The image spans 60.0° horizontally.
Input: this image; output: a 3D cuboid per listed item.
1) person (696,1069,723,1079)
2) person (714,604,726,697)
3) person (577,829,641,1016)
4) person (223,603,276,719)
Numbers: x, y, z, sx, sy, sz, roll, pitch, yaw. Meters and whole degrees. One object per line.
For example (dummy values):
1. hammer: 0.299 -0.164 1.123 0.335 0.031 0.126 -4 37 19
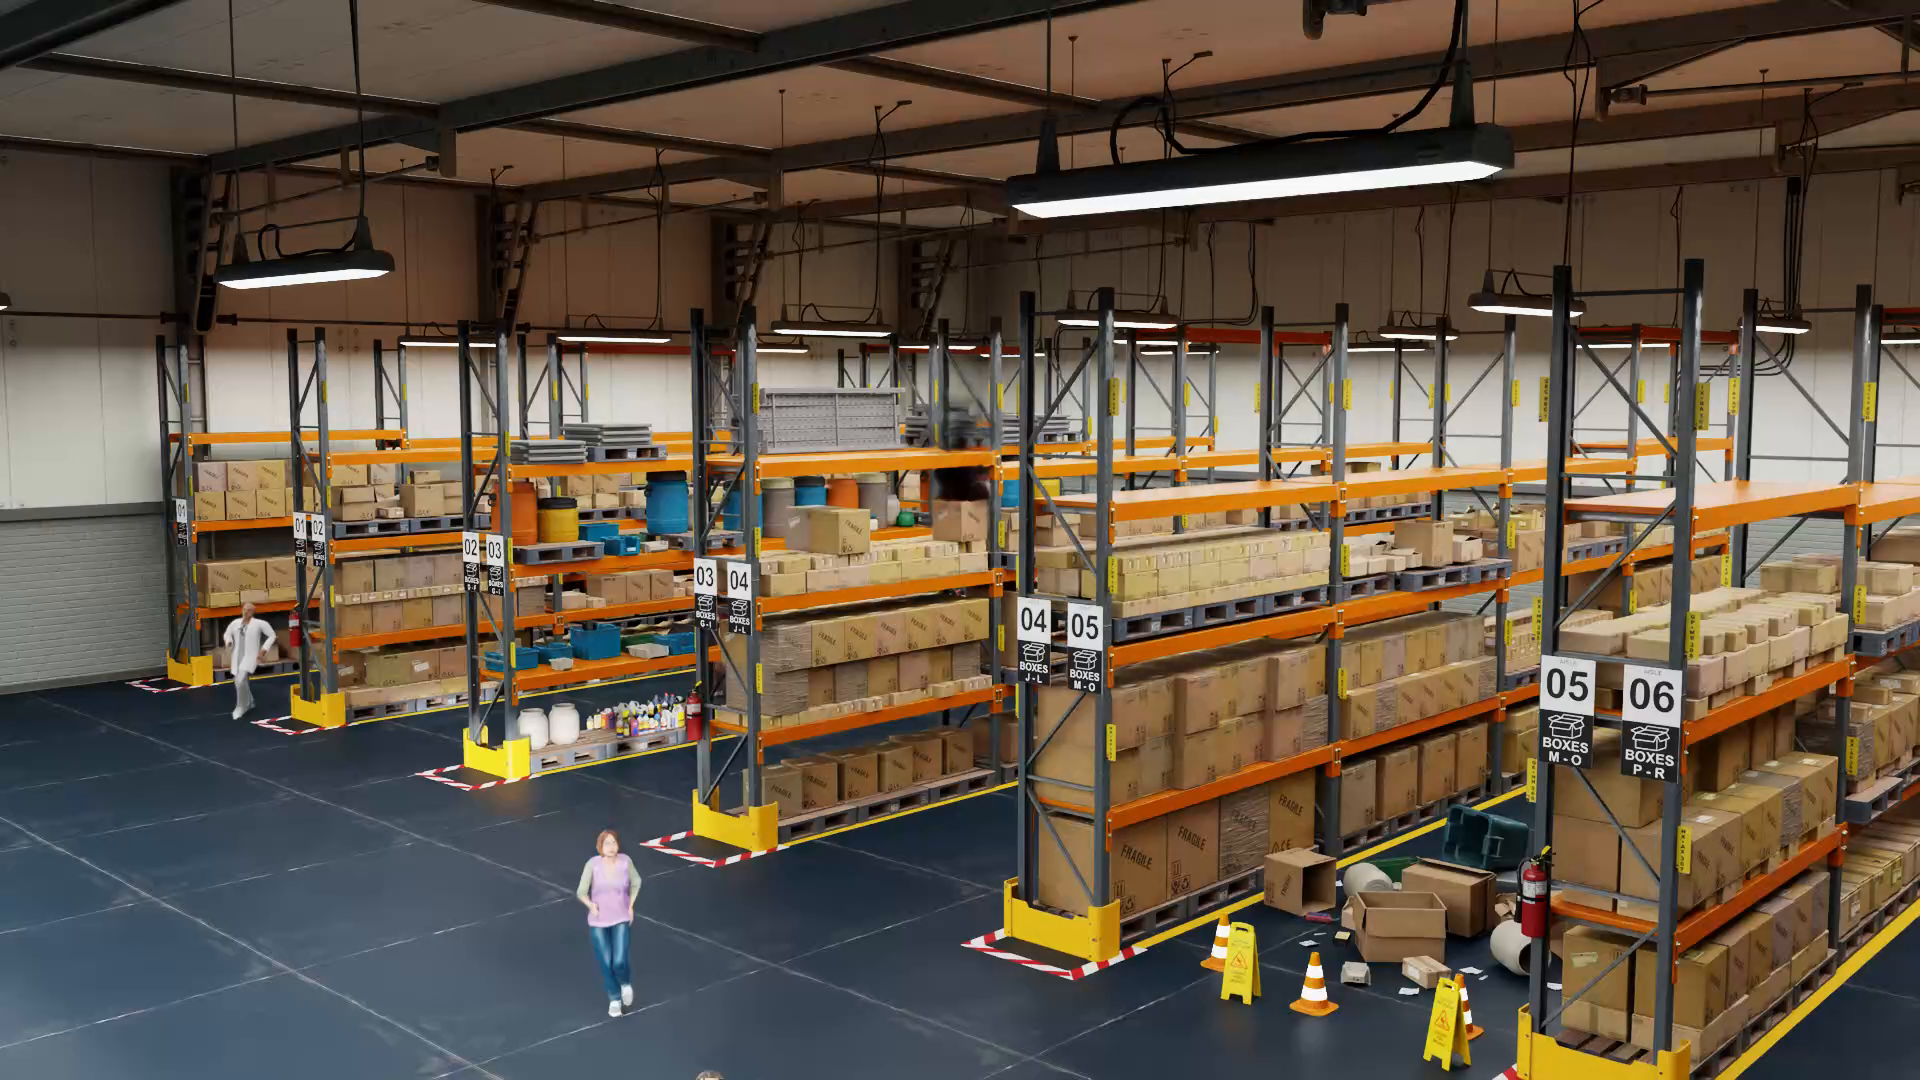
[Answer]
1. person: -1.317 3.549 8.727 0.628 1.616 0.563 -1 5 -6
2. person: -3.977 1.770 27.533 0.578 1.619 0.569 4 7 37
3. person: -2.840 3.121 13.486 0.518 1.565 0.542 -1 5 -12
4. person: -11.065 1.867 25.816 0.744 1.784 0.732 1 5 8
